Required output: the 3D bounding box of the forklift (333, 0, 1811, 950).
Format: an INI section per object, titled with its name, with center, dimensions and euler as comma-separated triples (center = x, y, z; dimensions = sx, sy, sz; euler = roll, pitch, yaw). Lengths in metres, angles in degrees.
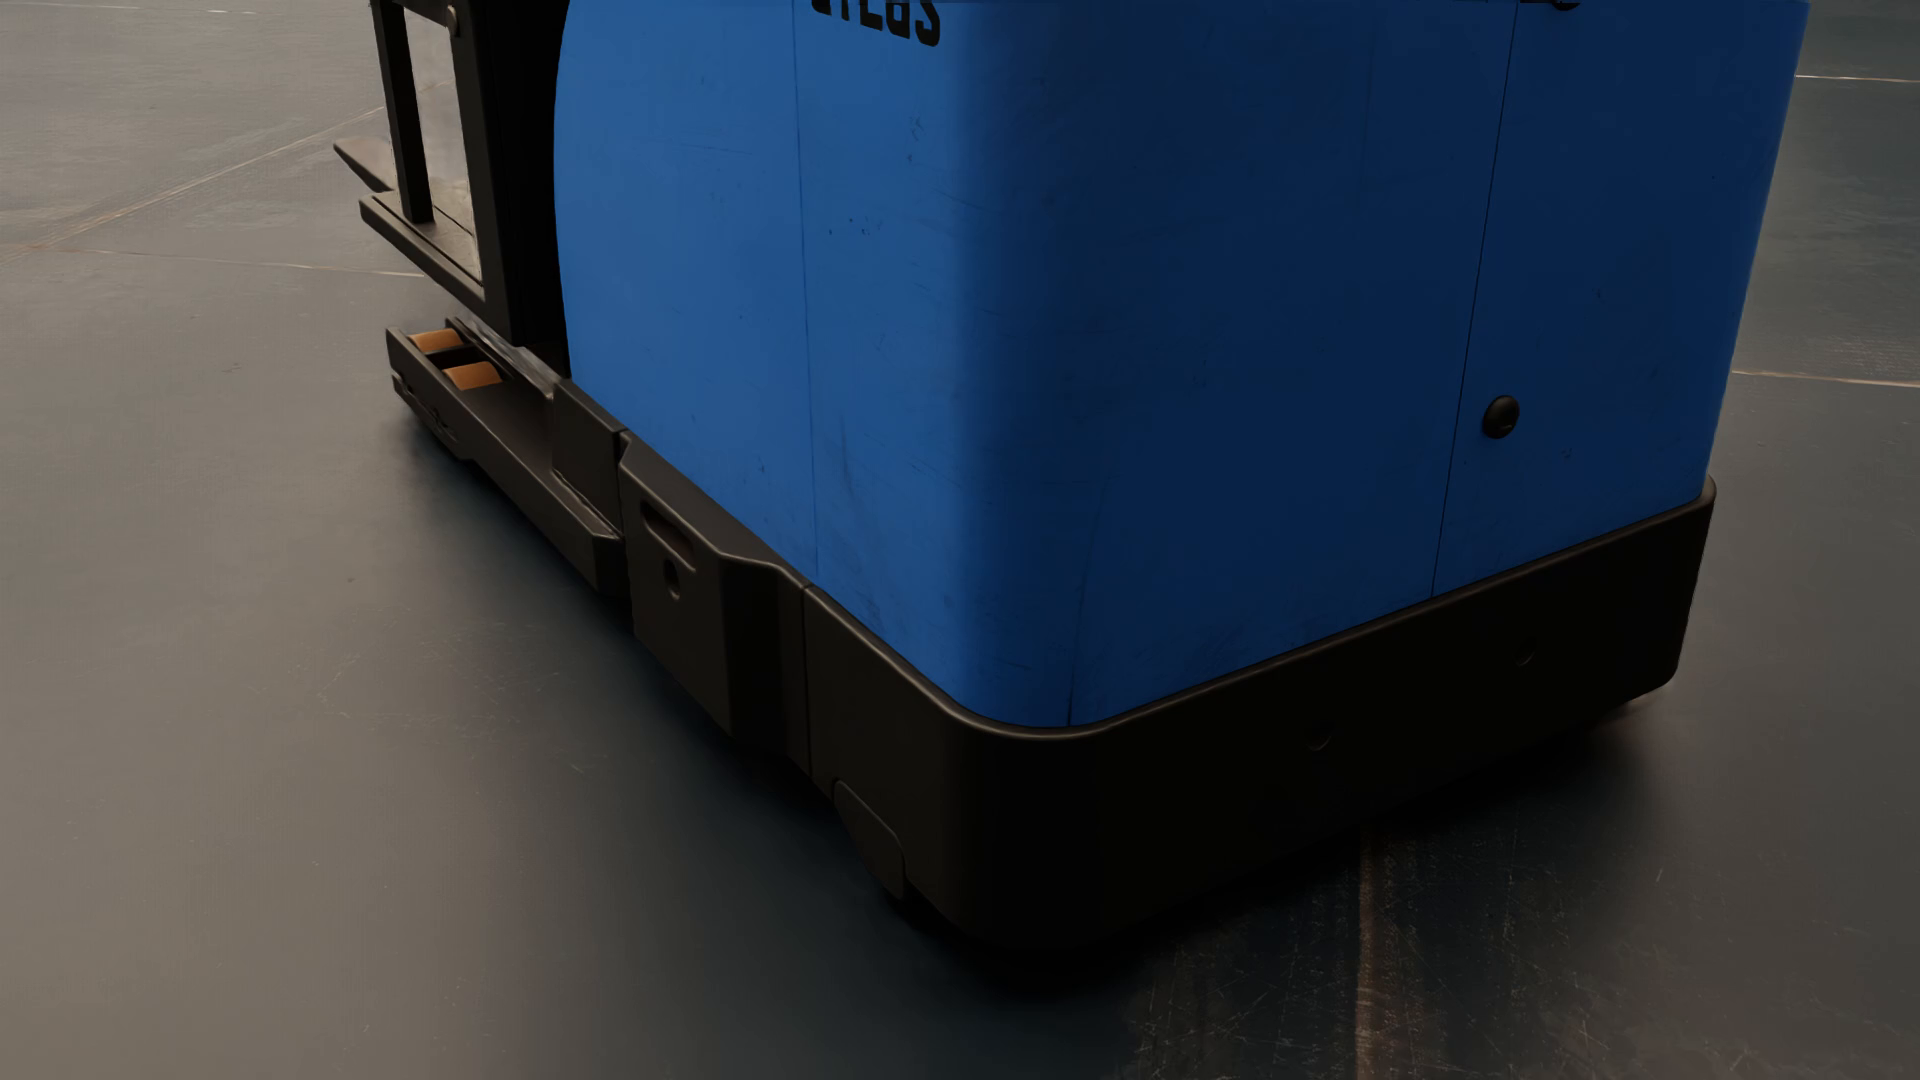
[forklift]
center = -0.336, -1.539, 2.296
dimensions = 1.130, 2.935, 3.031
euler = -16, 31, -29
